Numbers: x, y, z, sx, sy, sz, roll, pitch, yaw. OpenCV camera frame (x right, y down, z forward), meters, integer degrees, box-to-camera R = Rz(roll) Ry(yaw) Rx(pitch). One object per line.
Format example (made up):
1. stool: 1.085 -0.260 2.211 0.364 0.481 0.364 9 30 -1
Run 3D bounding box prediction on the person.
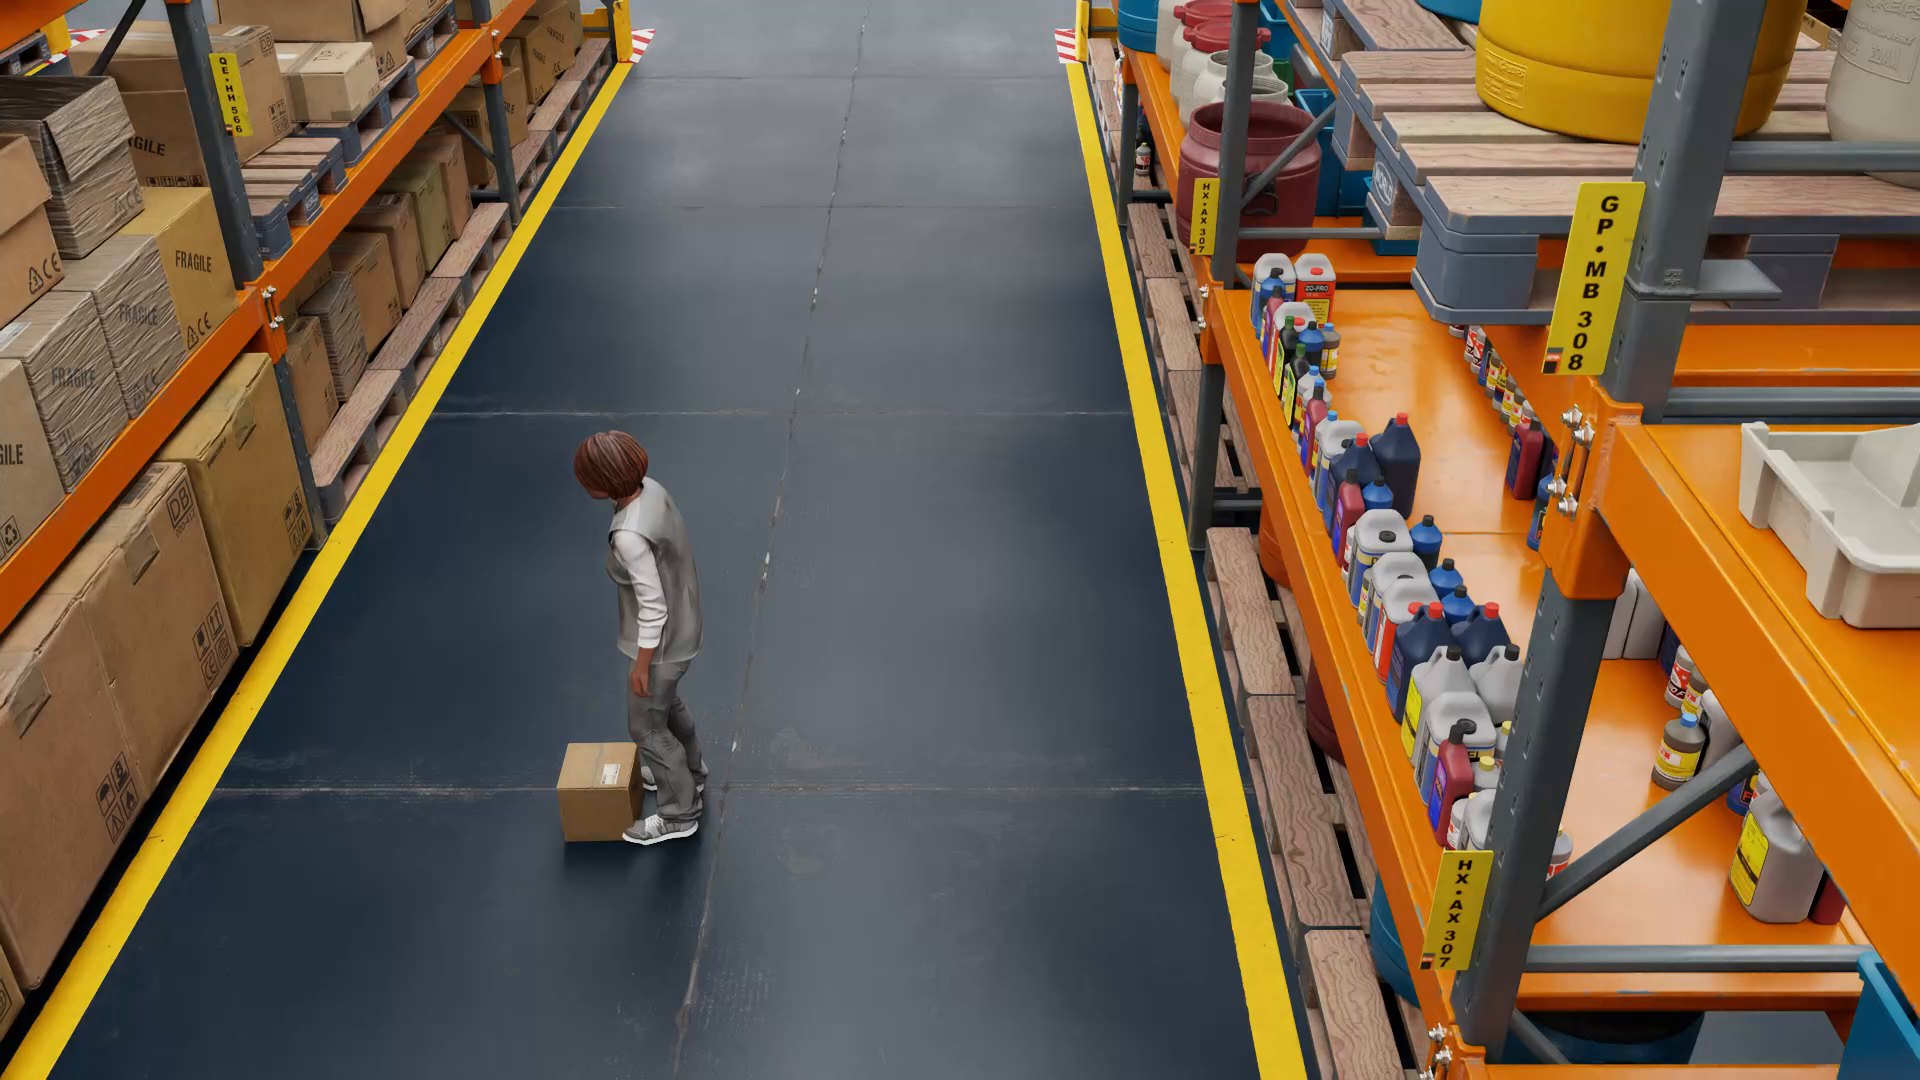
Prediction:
1. person: -1.039 0.329 5.621 0.347 1.591 0.476 -2 32 -3
